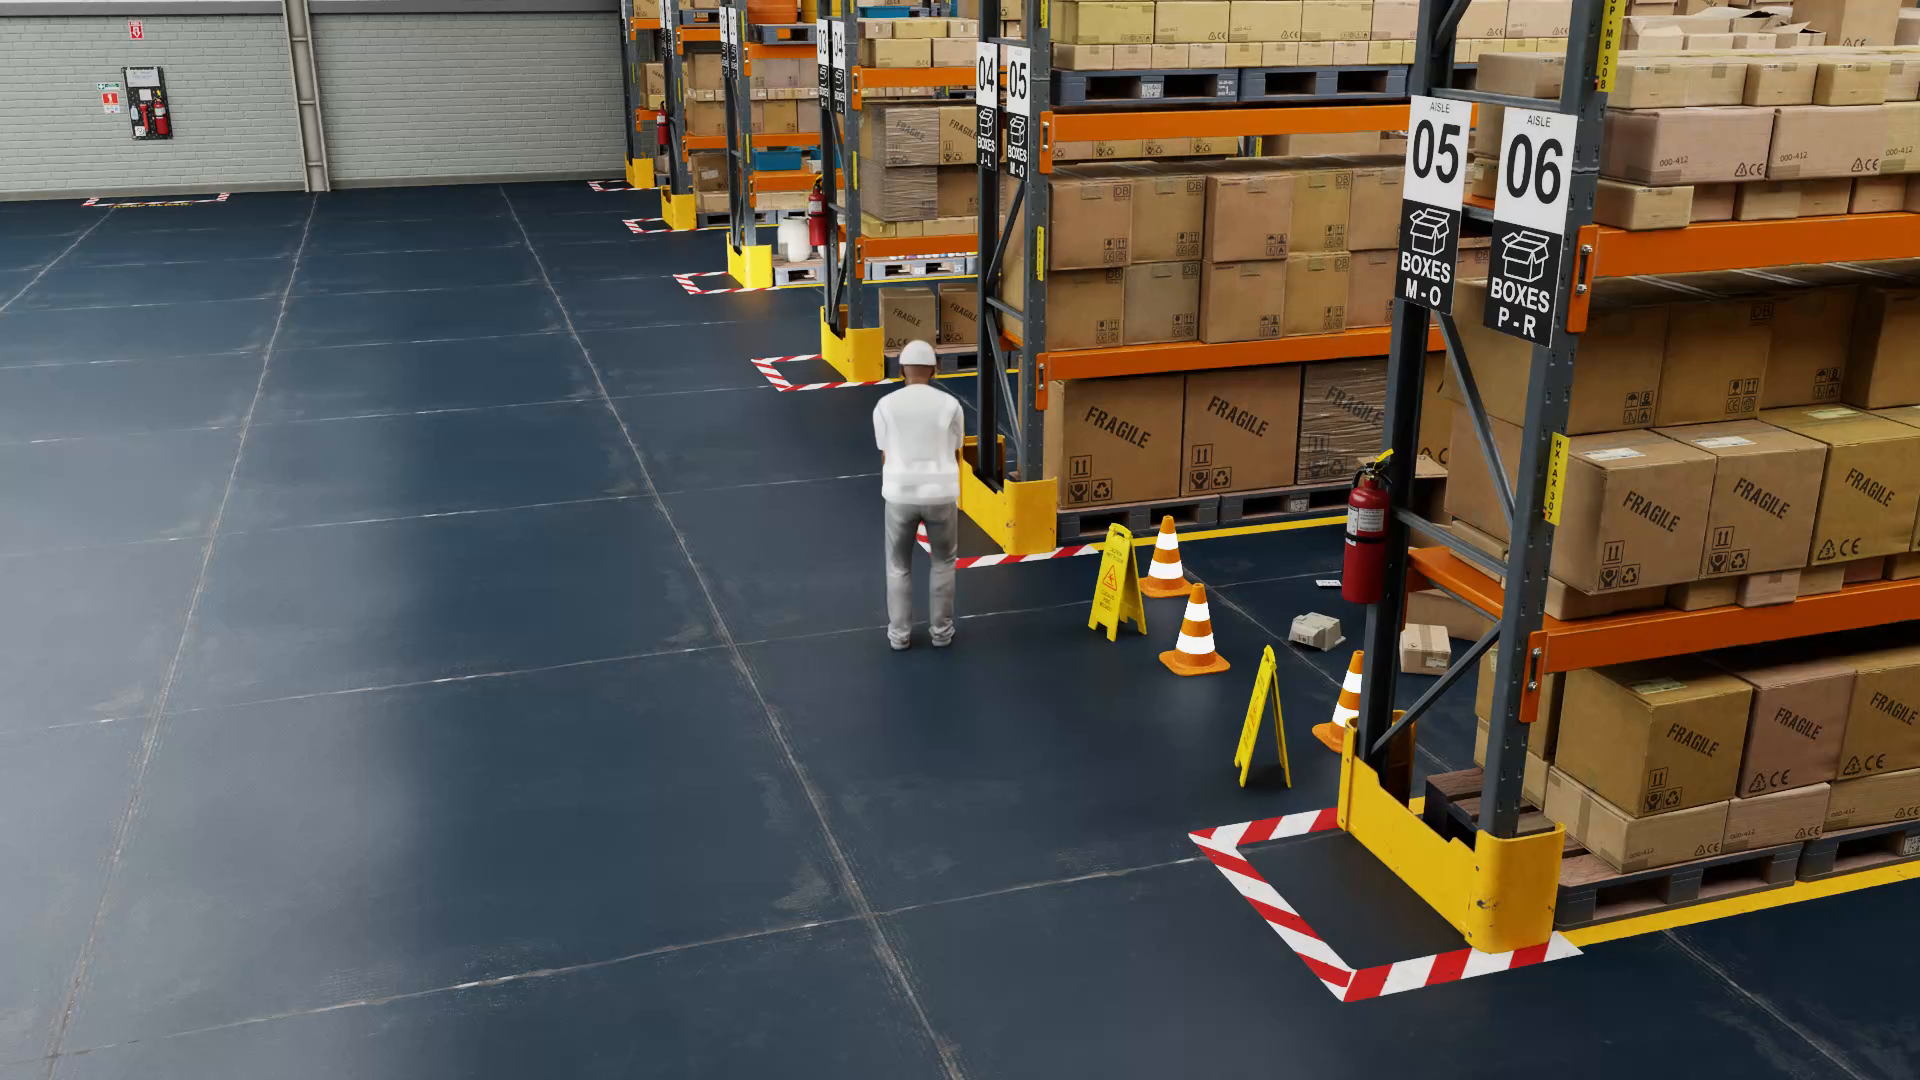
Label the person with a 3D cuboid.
[{"bbox_3d":[-0.228,-0.263,9.338,0.501,1.733,0.609,0,19,-1],"label":"person"}]
